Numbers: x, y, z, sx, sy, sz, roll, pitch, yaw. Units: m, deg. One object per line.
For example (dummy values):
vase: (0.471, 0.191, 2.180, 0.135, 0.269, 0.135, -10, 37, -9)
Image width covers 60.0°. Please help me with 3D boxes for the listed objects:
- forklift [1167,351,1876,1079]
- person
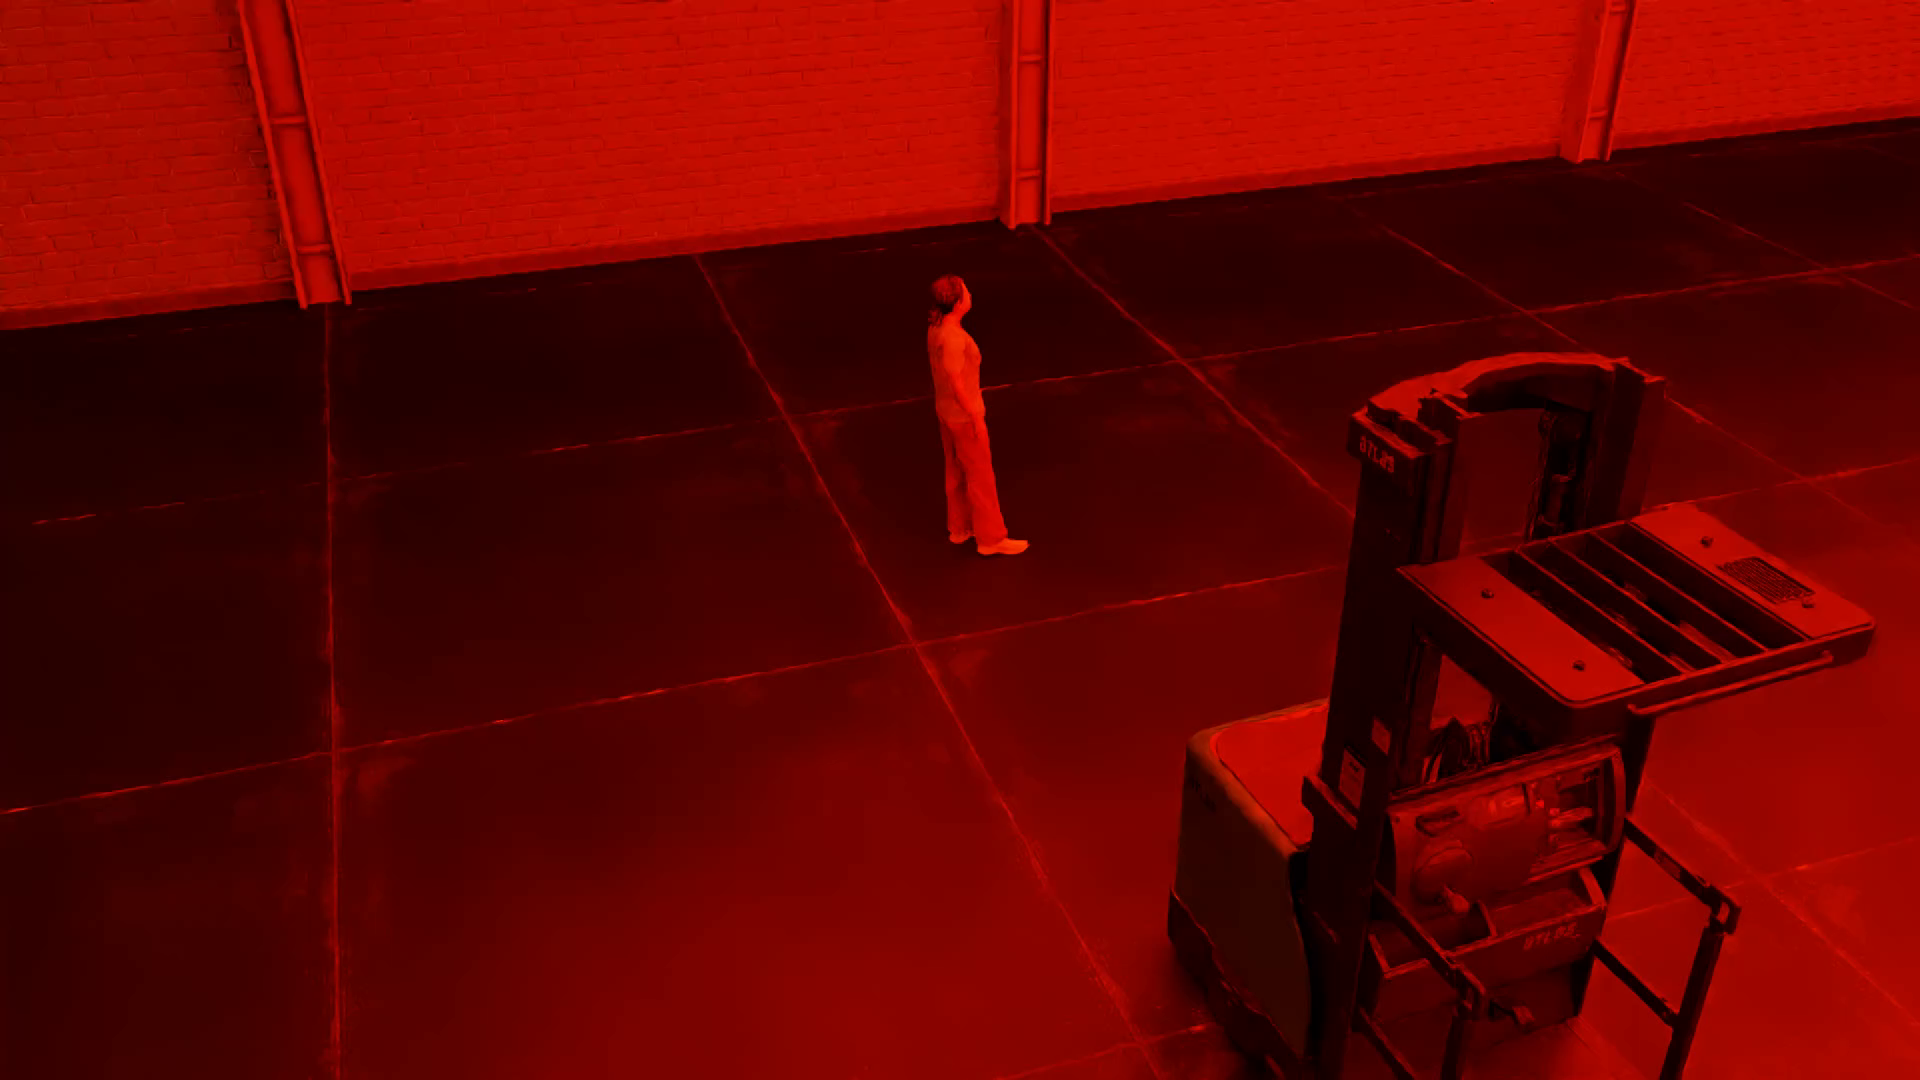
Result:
forklift: (1.899, 1.010, 5.332, 1.130, 2.935, 3.031, -11, 32, -19)
person: (0.074, -0.734, 9.619, 0.548, 1.663, 0.554, -10, 31, -16)
